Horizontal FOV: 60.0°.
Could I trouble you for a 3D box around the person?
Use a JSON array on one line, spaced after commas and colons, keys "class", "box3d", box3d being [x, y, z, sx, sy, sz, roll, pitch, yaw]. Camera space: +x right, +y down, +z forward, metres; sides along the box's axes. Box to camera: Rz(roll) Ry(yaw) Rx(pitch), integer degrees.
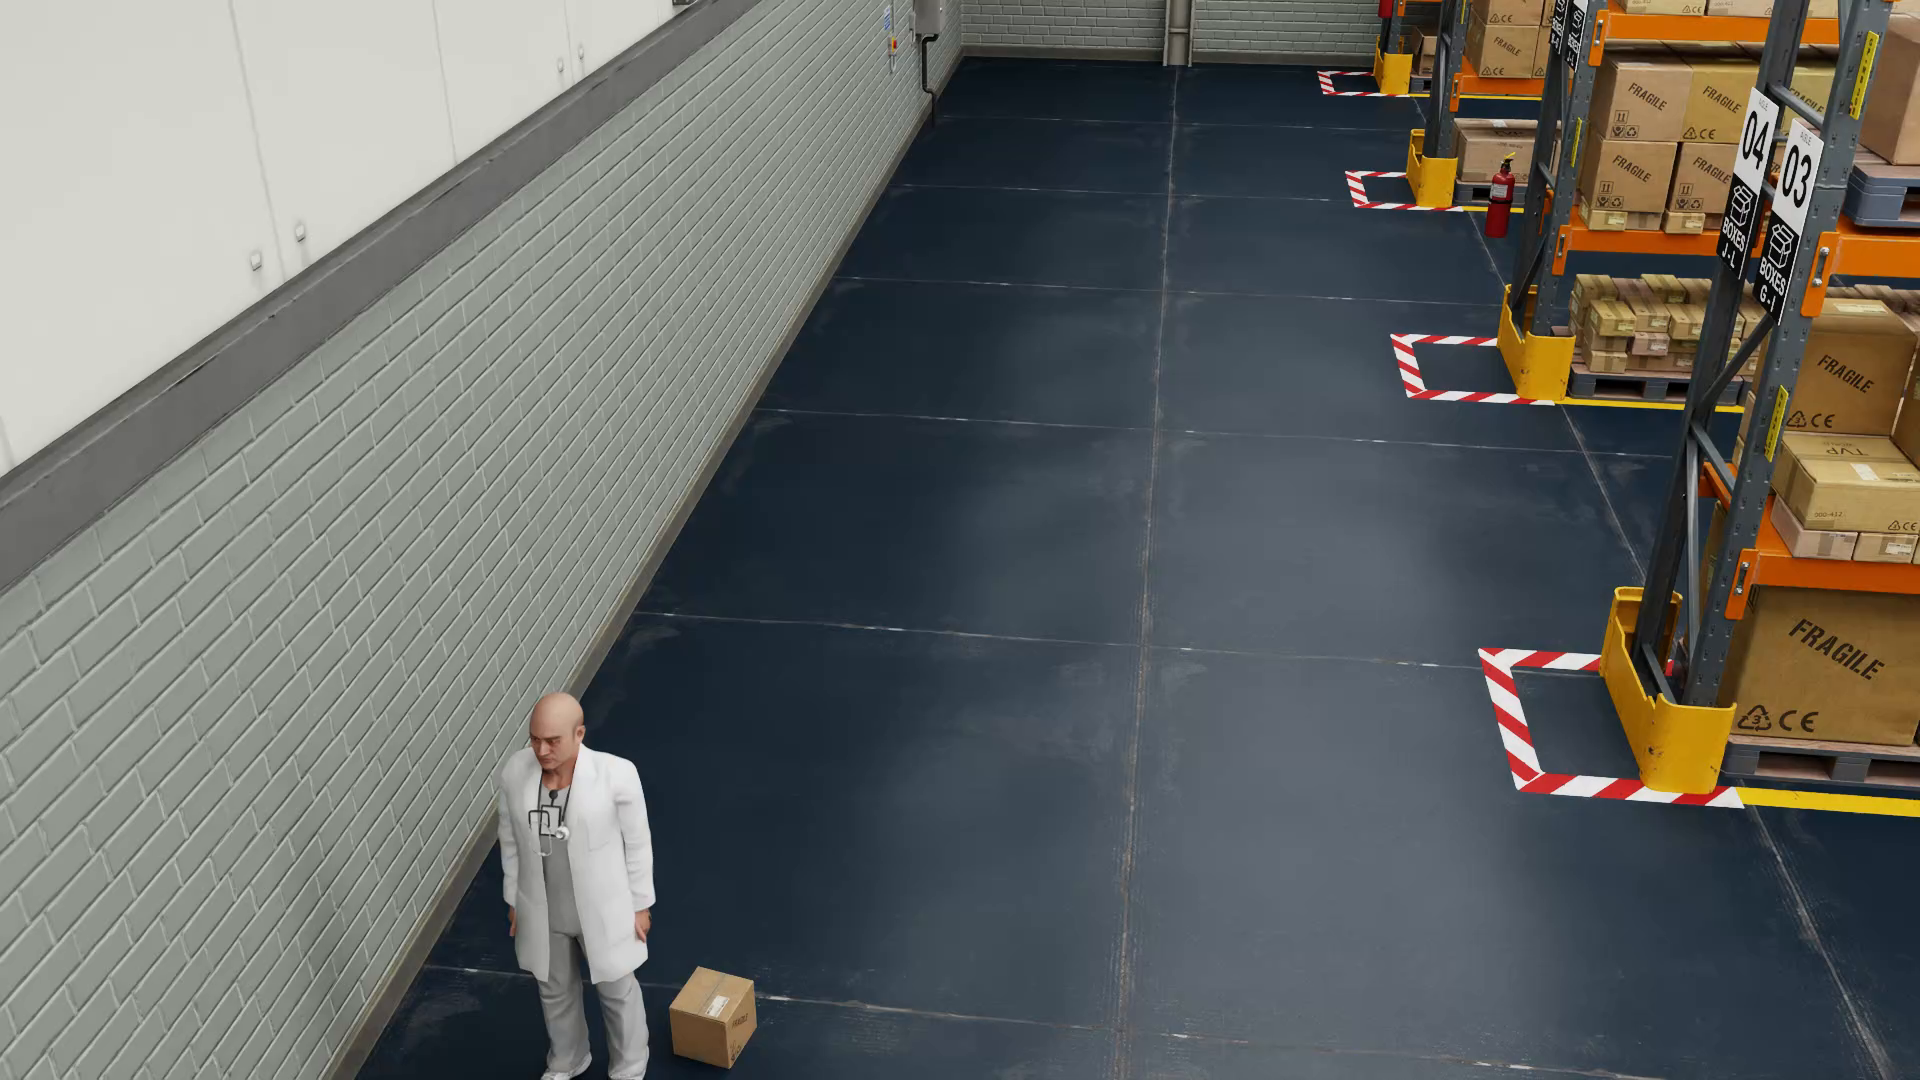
[{"class": "person", "box3d": [-1.406, 1.359, 6.074, 0.568, 1.783, 0.381, 3, 28, 6]}]
